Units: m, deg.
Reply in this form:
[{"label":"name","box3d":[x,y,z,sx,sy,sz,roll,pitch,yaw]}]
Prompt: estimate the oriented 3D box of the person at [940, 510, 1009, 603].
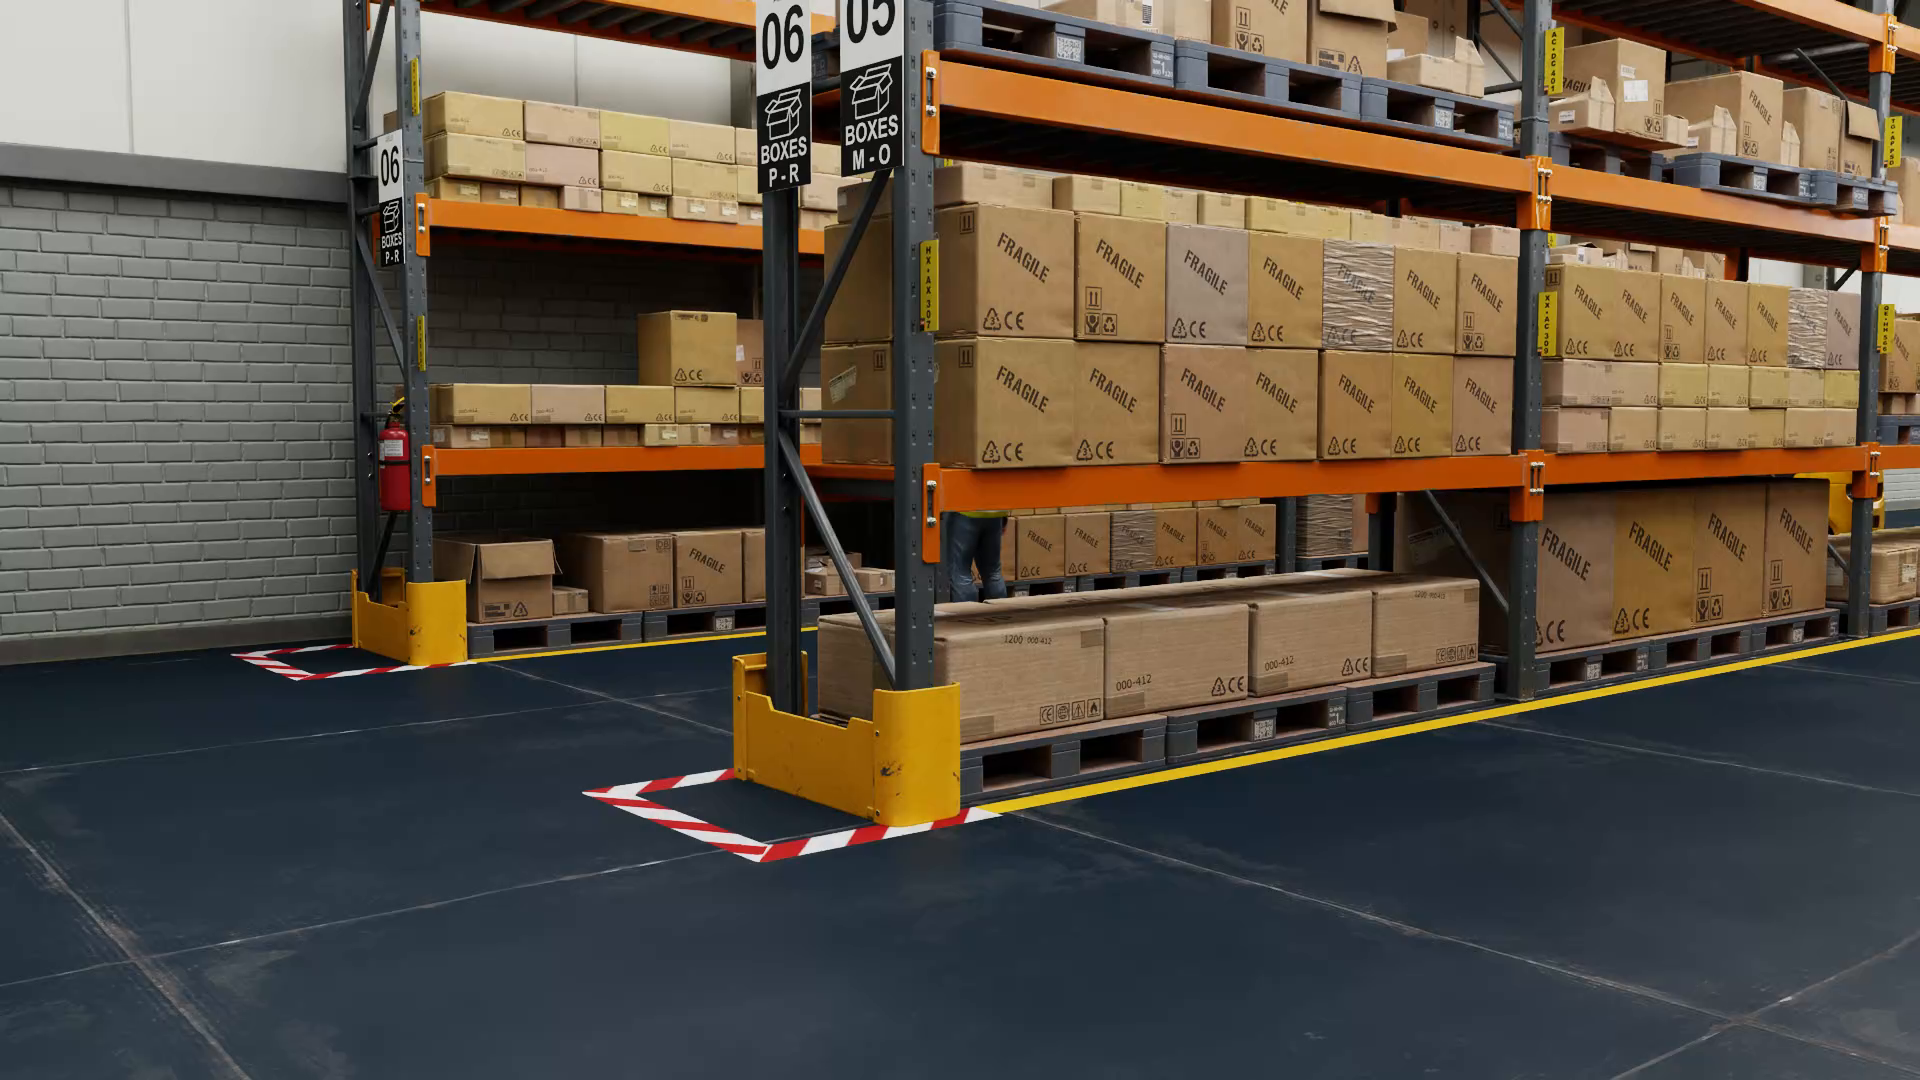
[{"label":"person","box3d":[0.081,-0.181,10.805,0.636,1.760,0.462,-4,6,-40]}]
